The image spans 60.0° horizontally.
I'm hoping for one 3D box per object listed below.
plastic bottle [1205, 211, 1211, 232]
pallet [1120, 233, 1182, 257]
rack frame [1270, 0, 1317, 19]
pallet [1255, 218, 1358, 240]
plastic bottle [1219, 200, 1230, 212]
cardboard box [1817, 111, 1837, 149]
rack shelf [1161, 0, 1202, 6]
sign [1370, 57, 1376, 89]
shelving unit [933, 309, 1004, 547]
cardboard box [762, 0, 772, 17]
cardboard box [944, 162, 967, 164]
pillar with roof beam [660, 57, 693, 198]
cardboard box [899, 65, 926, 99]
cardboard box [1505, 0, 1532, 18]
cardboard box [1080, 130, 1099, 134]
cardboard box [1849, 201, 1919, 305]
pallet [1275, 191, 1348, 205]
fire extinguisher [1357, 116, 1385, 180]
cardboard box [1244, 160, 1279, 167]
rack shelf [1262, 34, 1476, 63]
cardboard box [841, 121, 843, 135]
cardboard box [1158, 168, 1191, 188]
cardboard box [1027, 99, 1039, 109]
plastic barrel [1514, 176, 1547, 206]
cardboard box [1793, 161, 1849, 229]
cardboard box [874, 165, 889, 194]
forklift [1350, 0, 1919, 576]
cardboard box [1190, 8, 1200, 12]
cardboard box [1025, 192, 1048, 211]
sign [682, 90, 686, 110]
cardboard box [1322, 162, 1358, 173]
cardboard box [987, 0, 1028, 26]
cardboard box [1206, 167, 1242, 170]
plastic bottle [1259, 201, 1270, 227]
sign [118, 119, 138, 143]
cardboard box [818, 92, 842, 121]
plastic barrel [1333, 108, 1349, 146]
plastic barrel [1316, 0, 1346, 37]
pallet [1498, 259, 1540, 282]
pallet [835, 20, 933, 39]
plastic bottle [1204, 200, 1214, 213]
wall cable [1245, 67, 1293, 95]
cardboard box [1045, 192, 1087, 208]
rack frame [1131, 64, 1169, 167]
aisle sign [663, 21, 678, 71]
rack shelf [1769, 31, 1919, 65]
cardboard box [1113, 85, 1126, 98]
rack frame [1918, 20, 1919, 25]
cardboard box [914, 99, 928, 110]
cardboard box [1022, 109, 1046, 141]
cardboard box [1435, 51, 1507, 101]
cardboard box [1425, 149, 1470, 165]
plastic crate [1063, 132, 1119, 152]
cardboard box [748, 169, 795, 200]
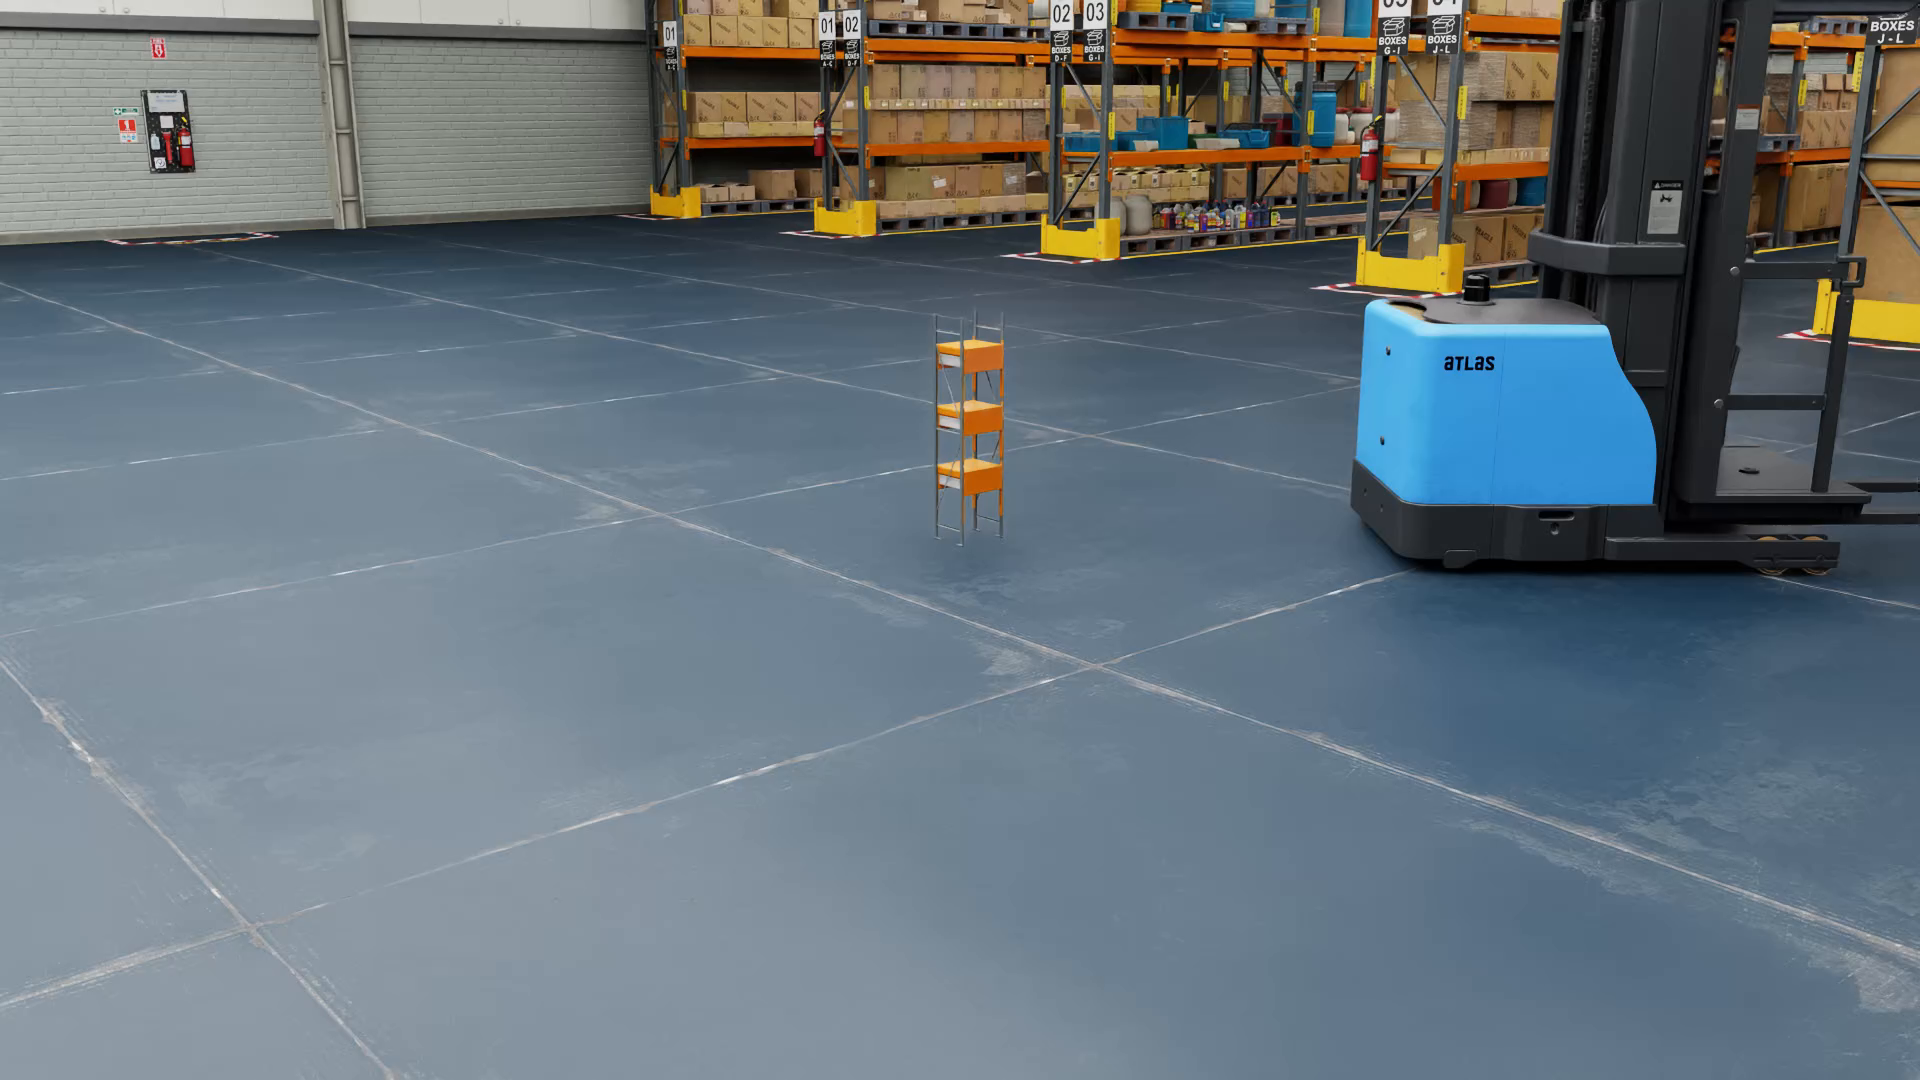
[{"bbox_3d":[3.360,-4.327,22.573,0.097,0.271,0.097,0,15,0],"label":"plastic bottle"},{"bbox_3d":[2.172,-3.940,22.091,1.213,0.211,1.003,-13,19,-39],"label":"pallet"},{"bbox_3d":[4.547,-8.704,22.900,0.127,3.000,1.000,-13,19,-39],"label":"rack frame"},{"bbox_3d":[5.114,-4.599,24.560,1.213,0.211,1.003,-13,19,-39],"label":"pallet"},{"bbox_3d":[3.760,-4.655,23.645,0.185,0.351,0.144,-13,19,-39],"label":"plastic bottle"},{"bbox_3d":[11.749,-5.685,23.027,0.500,0.500,0.500,-13,20,-41],"label":"cardboard box"},{"bbox_3d":[5.588,-11.786,36.607,4.000,0.370,1.077,-13,19,-39],"label":"rack shelf"},{"bbox_3d":[4.432,-4.988,17.754,0.005,0.325,0.100,-13,19,-39],"label":"sign"},{"bbox_3d":[0.040,-0.516,7.648,0.252,1.050,0.215,-13,19,-39],"label":"shelving unit"},{"bbox_3d":[-3.645,-9.429,29.254,0.500,0.500,0.500,-13,20,-39],"label":"cardboard box"},{"bbox_3d":[-0.011,-5.821,26.790,0.500,0.500,0.500,-13,19,-39],"label":"cardboard box"},{"bbox_3d":[-2.188,-9.404,25.520,0.400,9.000,9.100,-13,19,-39],"label":"pillar with roof beam"},{"bbox_3d":[-0.926,-6.944,25.227,0.500,0.500,0.700,-13,20,-41],"label":"cardboard box"},{"bbox_3d":[5.699,-5.661,17.608,0.500,0.250,0.500,-13,20,-41],"label":"cardboard box"},{"bbox_3d":[2.101,-6.760,27.732,0.250,0.149,0.380,-13,19,-39],"label":"cardboard box"},{"bbox_3d":[8.429,-2.486,14.546,0.875,0.875,0.875,-13,19,-39],"label":"cardboard box"},{"bbox_3d":[6.745,-6.634,32.177,1.213,0.211,1.003,-13,19,-39],"label":"pallet"},{"bbox_3d":[4.392,-4.197,17.801,0.183,0.674,0.296,-13,19,-39],"label":"fire extinguisher"},{"bbox_3d":[5.676,-7.204,31.447,0.500,0.250,0.500,-13,20,-40],"label":"cardboard box"},{"bbox_3d":[6.056,-7.247,24.648,4.000,0.370,1.077,-13,19,-39],"label":"rack shelf"},{"bbox_3d":[-2.115,-7.533,30.390,0.500,0.250,0.500,-13,19,-39],"label":"cardboard box"},{"bbox_3d":[3.695,-6.368,29.206,0.500,0.311,0.500,-13,20,-40],"label":"cardboard box"},{"bbox_3d":[1.046,-7.003,26.706,0.250,0.149,0.380,-13,20,-41],"label":"cardboard box"},{"bbox_3d":[9.626,-6.142,28.183,0.708,0.901,0.600,-13,19,-39],"label":"plastic barrel"},{"bbox_3d":[12.028,-4.958,23.803,0.875,0.875,1.225,-13,19,-39],"label":"cardboard box"},{"bbox_3d":[-1.412,-6.868,31.639,0.500,0.500,0.700,-12,19,-38],"label":"cardboard box"},{"bbox_3d":[3.413,-1.400,7.313,3.031,2.935,1.130,0,15,0],"label":"forklift"},{"bbox_3d":[4.801,-11.146,35.684,0.500,0.500,0.500,-13,20,-40],"label":"cardboard box"},{"bbox_3d":[1.092,-5.524,27.134,0.500,0.250,0.500,-13,19,-39],"label":"cardboard box"},{"bbox_3d":[-4.618,-7.370,27.851,0.005,0.325,0.100,-13,19,-39],"label":"sign"},{"bbox_3d":[7.577,-7.283,33.194,0.500,0.500,0.500,-13,19,-39],"label":"cardboard box"},{"bbox_3d":[0.745,-8.505,26.687,0.500,0.500,0.500,-11,18,-35],"label":"cardboard box"},{"bbox_3d":[4.867,-6.658,30.853,0.500,0.500,0.500,-12,19,-37],"label":"cardboard box"},{"bbox_3d":[4.250,-4.574,23.341,0.185,0.351,0.144,-13,20,-41],"label":"plastic bottle"},{"bbox_3d":[-11.914,-5.860,23.807,0.234,0.329,0.001,-13,19,-39],"label":"sign"},{"bbox_3d":[-2.483,-7.808,29.969,0.500,0.500,0.500,-13,20,-40],"label":"cardboard box"},{"bbox_3d":[5.413,-5.991,24.103,0.433,0.535,0.433,0,15,0],"label":"plastic barrel"},{"bbox_3d":[5.282,-7.737,24.118,0.600,0.901,0.600,0,15,0],"label":"plastic barrel"},{"bbox_3d":[6.394,-3.166,19.195,1.213,0.211,1.003,-13,19,-39],"label":"pallet"},{"bbox_3d":[-1.169,-7.615,24.804,1.213,0.211,1.003,-13,19,-39],"label":"pallet"},{"bbox_3d":[3.523,-4.651,23.630,0.185,0.351,0.144,-14,20,-42],"label":"plastic bottle"},{"bbox_3d":[7.441,-10.660,39.875,1.851,1.984,0.084,-13,19,-39],"label":"wall cable"},{"bbox_3d":[1.765,-5.666,27.662,0.500,0.250,0.500,-13,20,-41],"label":"cardboard box"},{"bbox_3d":[4.079,-9.090,35.968,0.127,3.000,1.000,-13,19,-39],"label":"rack frame"},{"bbox_3d":[-4.831,-8.243,27.758,0.004,0.787,0.394,-13,19,-39],"label":"aisle sign"},{"bbox_3d":[12.325,-6.960,23.575,4.000,0.370,1.077,-13,19,-39],"label":"rack shelf"},{"bbox_3d":[3.117,-9.354,34.694,0.500,0.250,0.500,-12,19,-38],"label":"cardboard box"},{"bbox_3d":[13.833,-9.095,24.364,0.127,3.000,1.000,-13,19,-39],"label":"rack frame"},{"bbox_3d":[-0.704,-6.609,25.230,0.250,0.149,0.380,-13,20,-40],"label":"cardboard box"},{"bbox_3d":[0.968,-6.743,26.988,0.500,0.500,0.700,-13,20,-41],"label":"cardboard box"},{"bbox_3d":[5.375,-4.879,17.497,0.500,0.500,0.500,-13,19,-39],"label":"cardboard box"},{"bbox_3d":[5.152,-4.045,17.567,0.250,0.149,0.380,-13,19,-39],"label":"cardboard box"},{"bbox_3d":[1.711,-5.200,21.692,0.616,0.251,0.499,-13,19,-39],"label":"plastic crate"},{"bbox_3d":[-3.376,-6.373,29.787,0.500,0.500,0.700,-14,21,-43],"label":"cardboard box"}]
